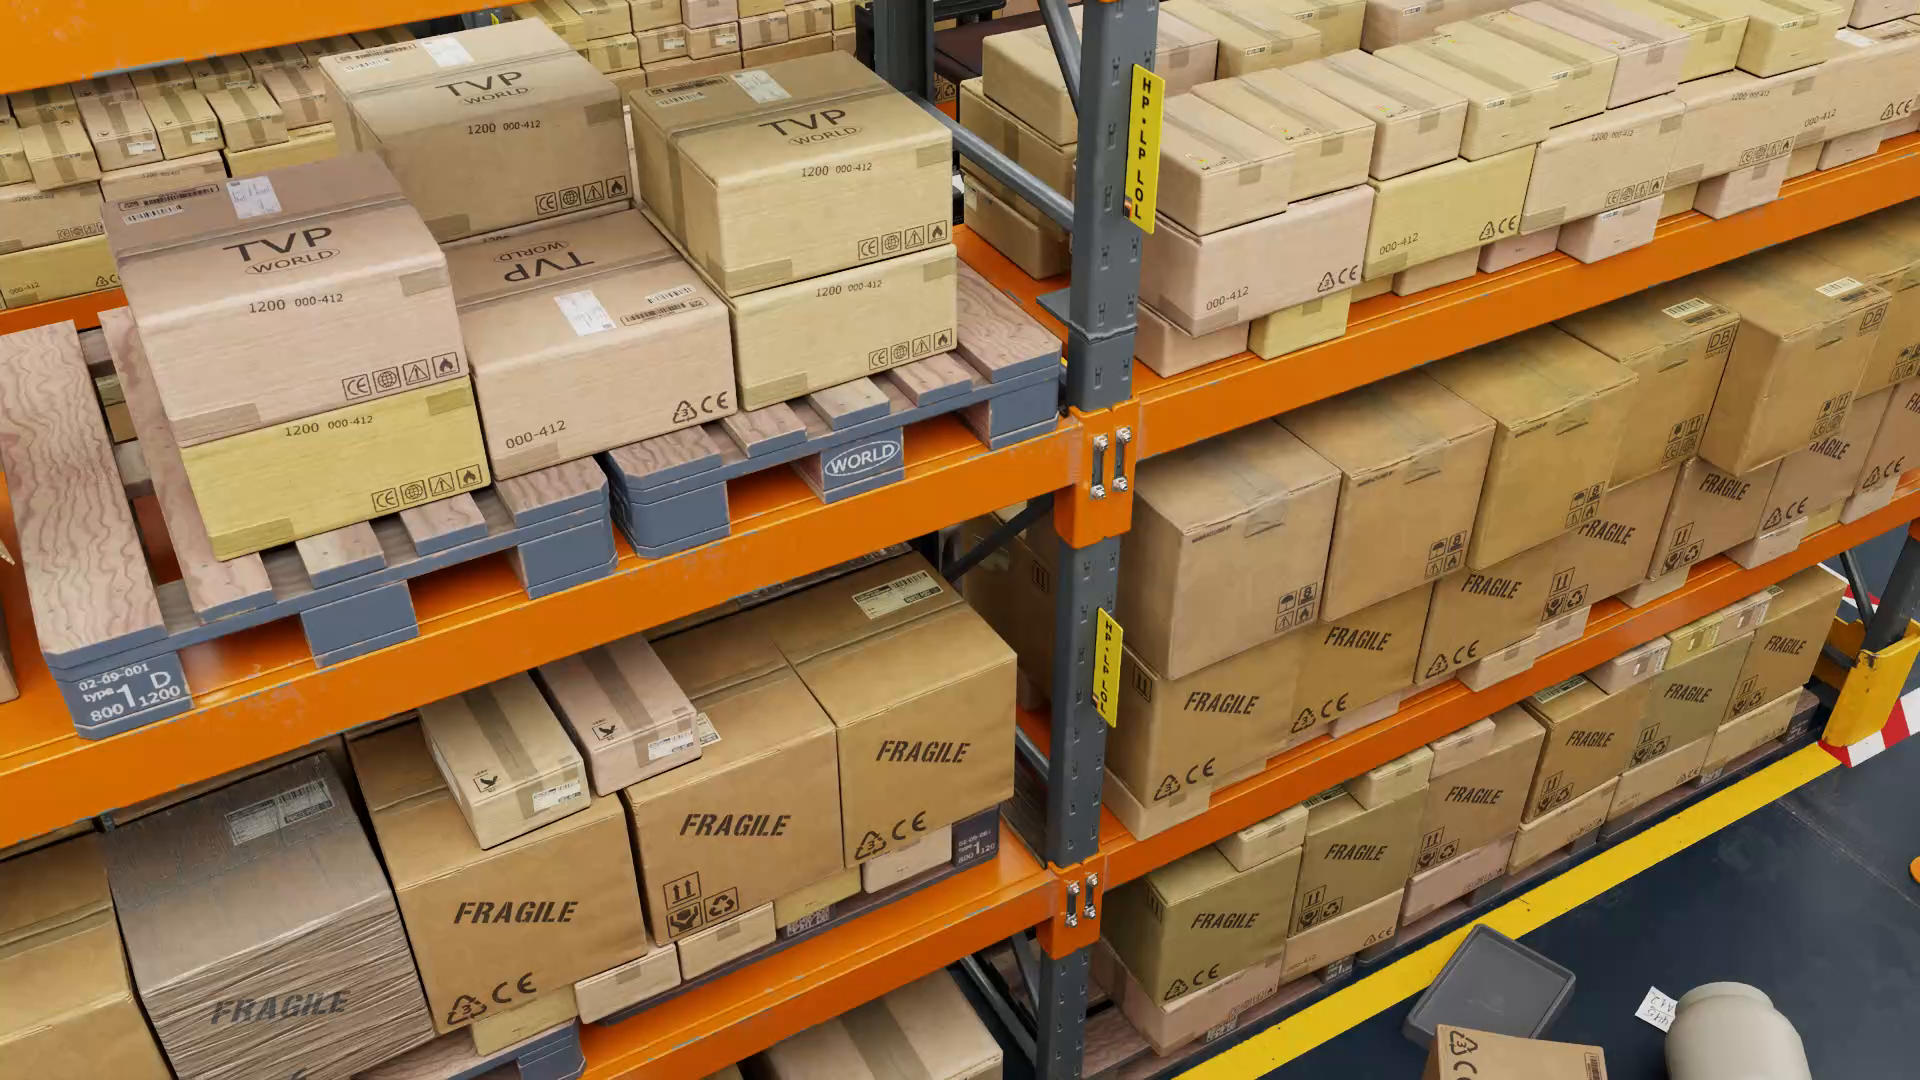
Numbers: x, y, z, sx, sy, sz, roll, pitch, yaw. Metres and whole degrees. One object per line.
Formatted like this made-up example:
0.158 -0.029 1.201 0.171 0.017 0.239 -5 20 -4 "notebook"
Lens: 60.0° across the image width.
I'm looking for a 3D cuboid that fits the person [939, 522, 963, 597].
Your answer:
-0.075 -0.027 6.690 0.550 1.652 0.548 -28 45 -32 "person"
